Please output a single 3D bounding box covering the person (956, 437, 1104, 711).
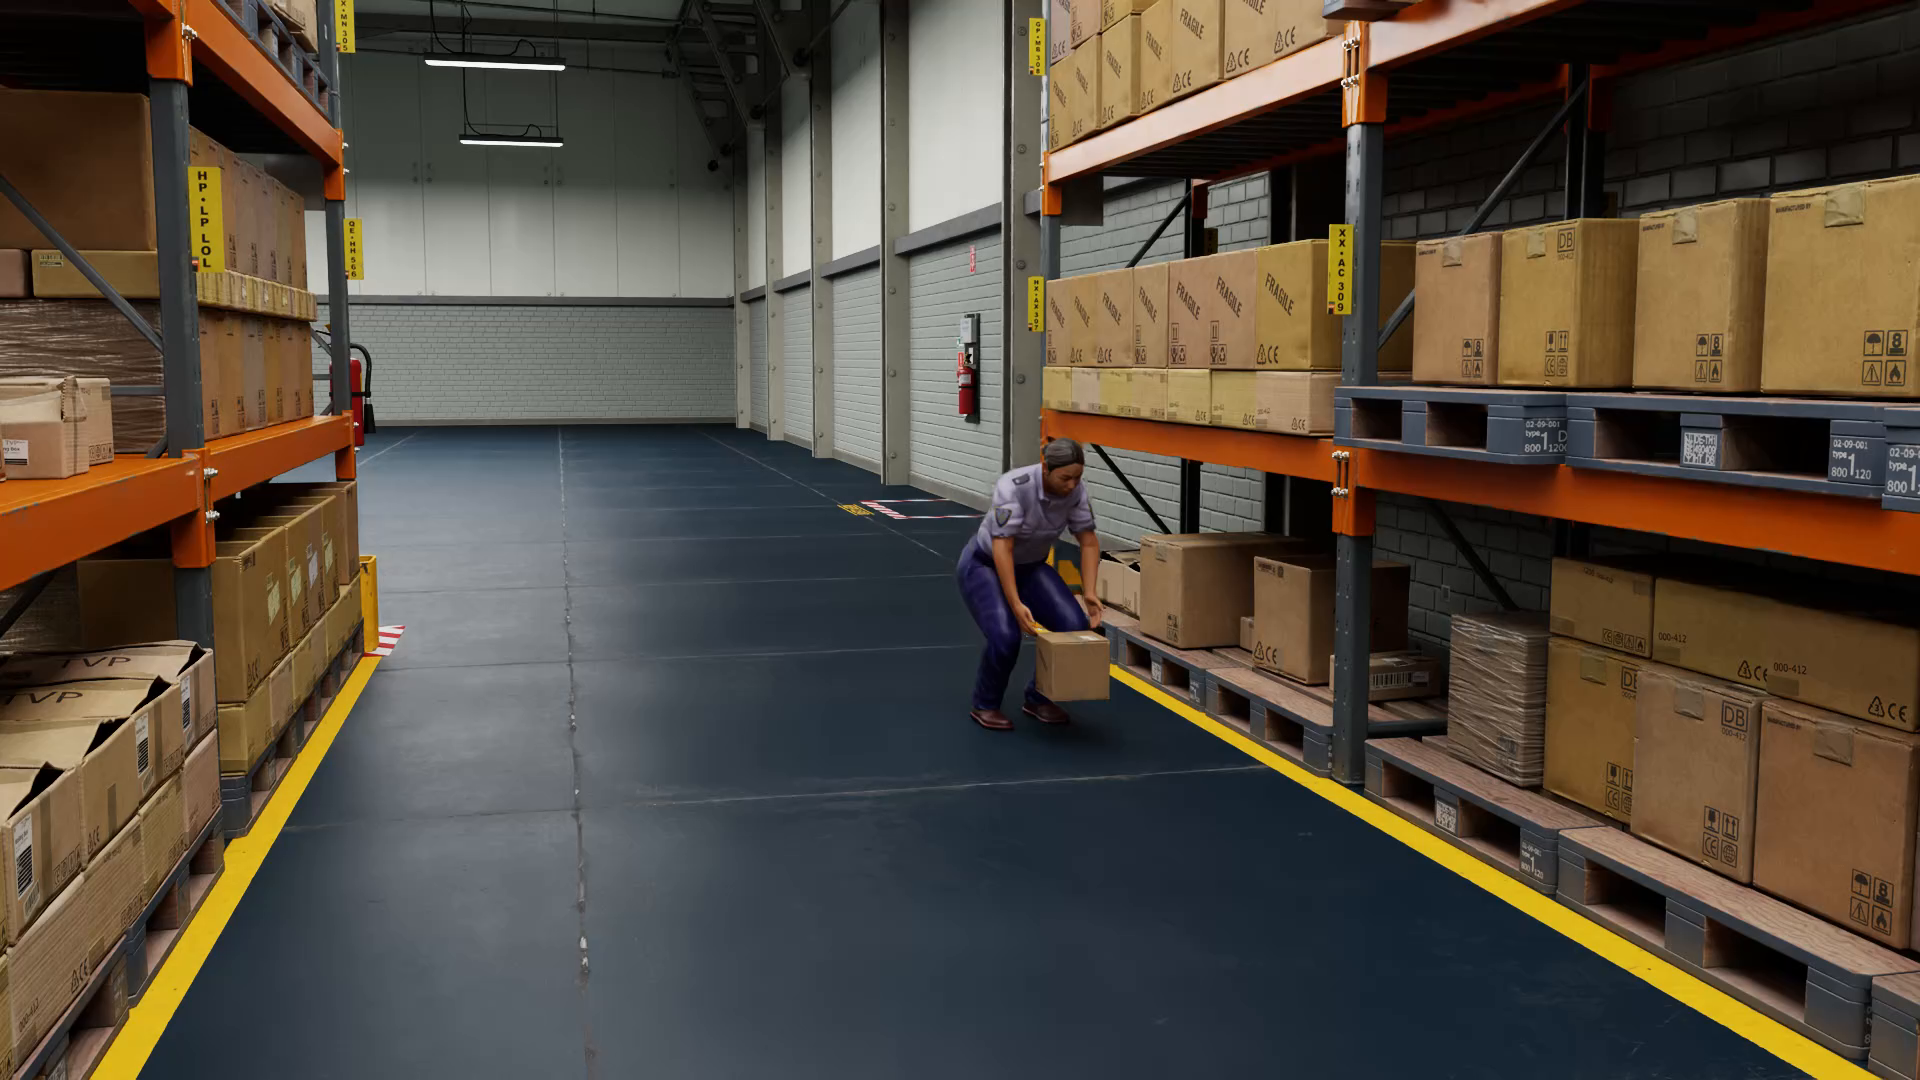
[{"bbox_3d":[0.317,0.150,7.313,0.536,1.226,0.702,-3,7,-28],"label":"person"}]
